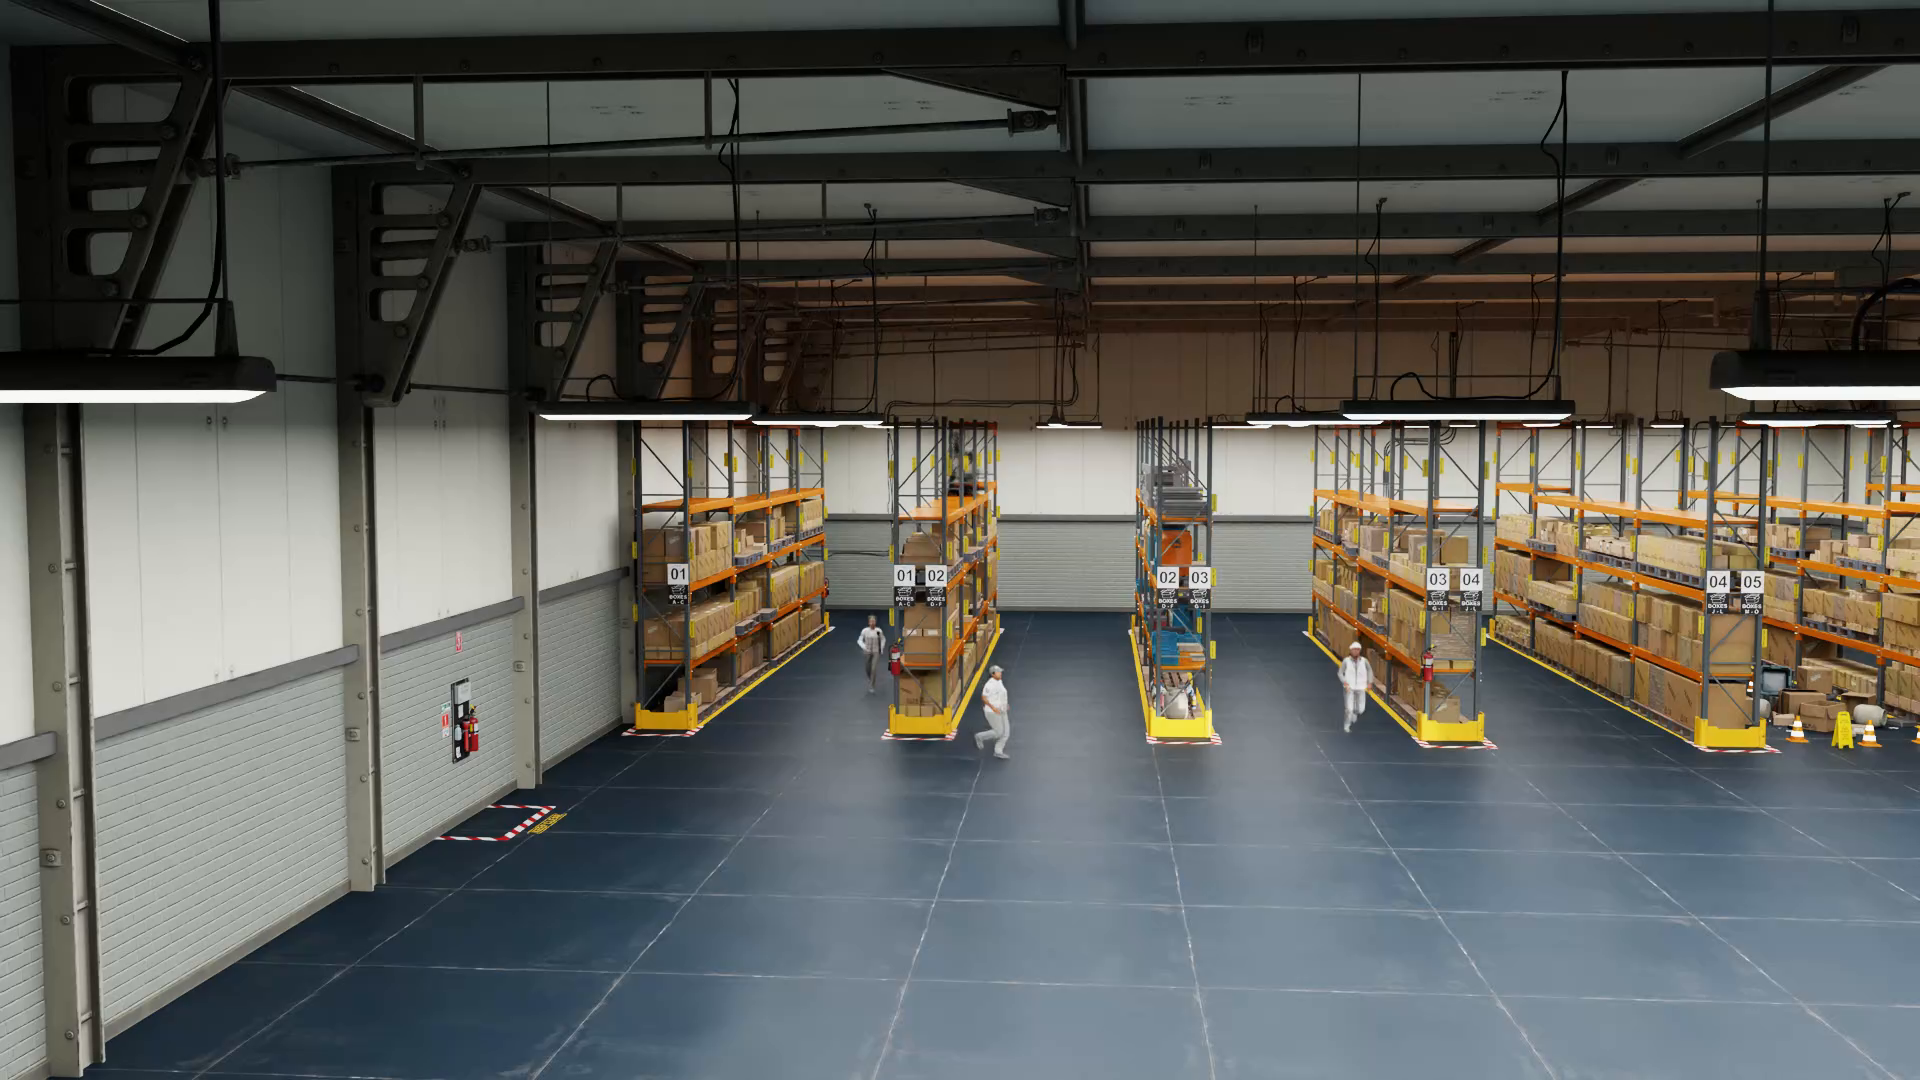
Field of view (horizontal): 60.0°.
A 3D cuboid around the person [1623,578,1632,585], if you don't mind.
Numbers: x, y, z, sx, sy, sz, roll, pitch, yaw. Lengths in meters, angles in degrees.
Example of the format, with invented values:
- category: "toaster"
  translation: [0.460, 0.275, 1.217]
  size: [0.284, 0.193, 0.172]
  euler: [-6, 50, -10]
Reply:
- category: "person"
  translation: [18.877, 1.759, 47.376]
  size: [0.619, 1.736, 0.700]
  euler: [1, 4, 8]

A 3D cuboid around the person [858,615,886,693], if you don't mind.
- category: "person"
  translation: [-1.946, 2.496, 36.722]
  size: [0.623, 1.688, 0.734]
  euler: [0, 4, -2]

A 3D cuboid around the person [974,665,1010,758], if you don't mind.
- category: "person"
  translation: [0.587, 3.013, 29.232]
  size: [0.612, 1.633, 0.615]
  euler: [2, 4, 27]

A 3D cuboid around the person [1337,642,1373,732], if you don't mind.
- category: "person"
  translation: [7.530, 2.801, 31.694]
  size: [0.676, 1.722, 0.596]
  euler: [0, 4, 5]
